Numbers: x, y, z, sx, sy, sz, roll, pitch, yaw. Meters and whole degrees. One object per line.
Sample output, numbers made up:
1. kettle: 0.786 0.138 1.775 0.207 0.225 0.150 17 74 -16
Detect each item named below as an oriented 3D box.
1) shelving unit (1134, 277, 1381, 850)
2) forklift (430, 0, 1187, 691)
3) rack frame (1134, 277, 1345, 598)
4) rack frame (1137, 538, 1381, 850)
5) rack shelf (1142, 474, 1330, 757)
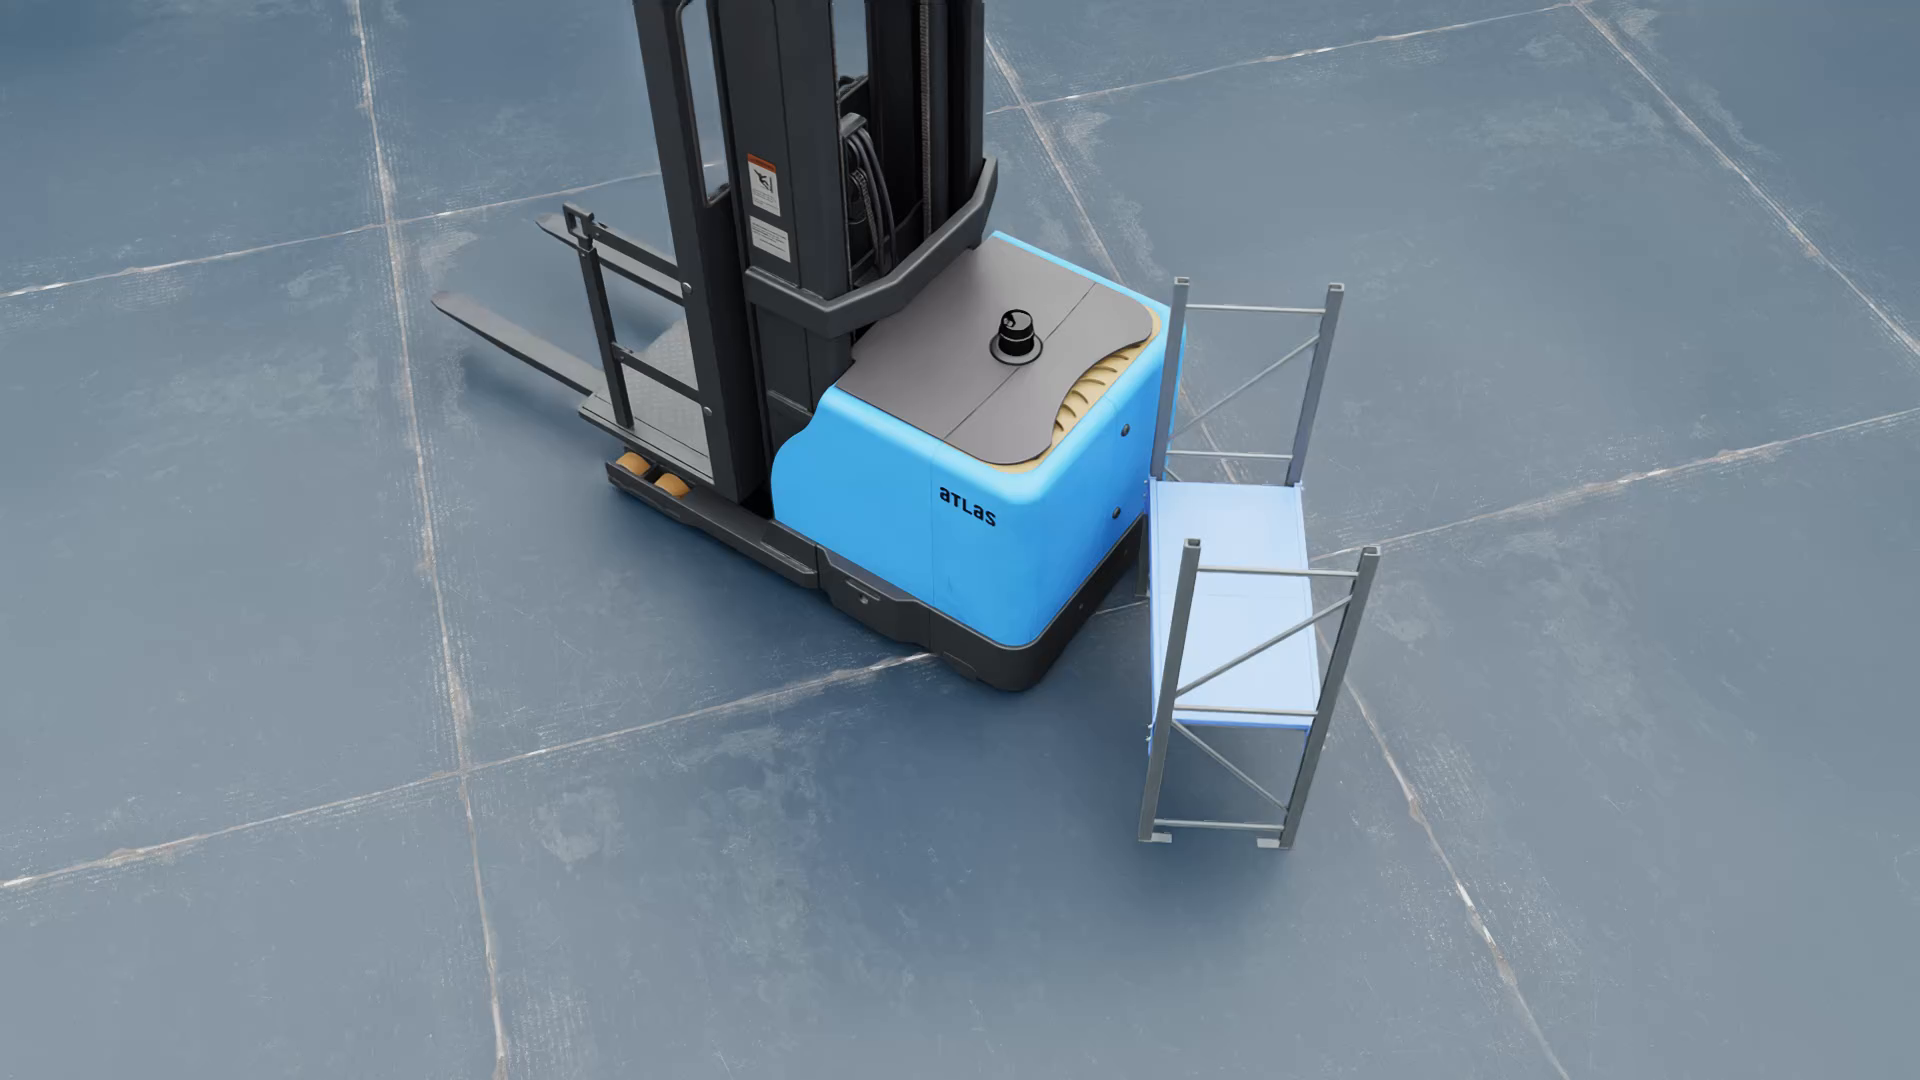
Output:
1. shelving unit: 0.858 0.112 5.175 0.538 1.500 1.048 3 50 2
2. forklift: -0.736 -1.337 5.460 3.031 2.935 1.130 28 55 22
3. rack frame: 0.887 -0.276 5.502 0.500 1.500 0.032 3 50 2
4. rack frame: 0.829 0.500 4.847 0.500 1.500 0.032 3 50 2
5. rack shelf: 0.858 0.228 5.312 0.538 0.185 1.000 3 50 2
